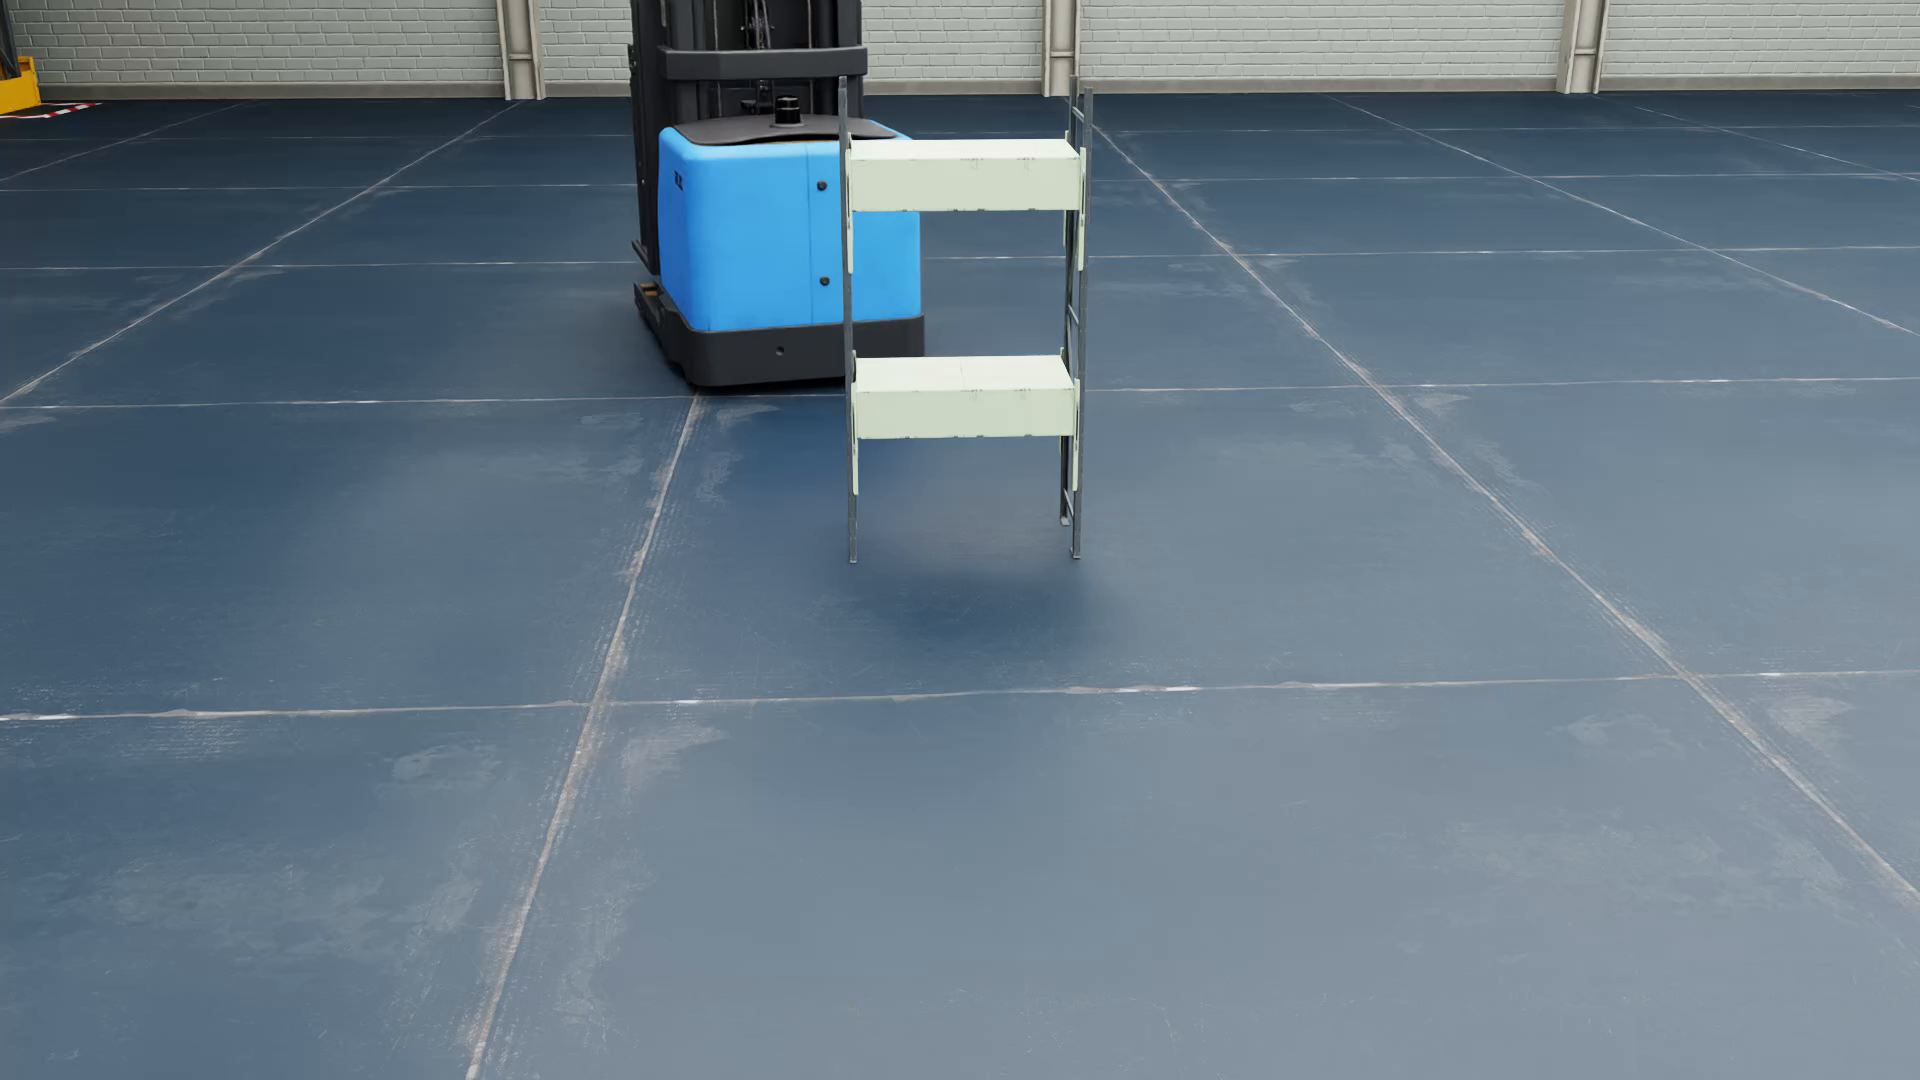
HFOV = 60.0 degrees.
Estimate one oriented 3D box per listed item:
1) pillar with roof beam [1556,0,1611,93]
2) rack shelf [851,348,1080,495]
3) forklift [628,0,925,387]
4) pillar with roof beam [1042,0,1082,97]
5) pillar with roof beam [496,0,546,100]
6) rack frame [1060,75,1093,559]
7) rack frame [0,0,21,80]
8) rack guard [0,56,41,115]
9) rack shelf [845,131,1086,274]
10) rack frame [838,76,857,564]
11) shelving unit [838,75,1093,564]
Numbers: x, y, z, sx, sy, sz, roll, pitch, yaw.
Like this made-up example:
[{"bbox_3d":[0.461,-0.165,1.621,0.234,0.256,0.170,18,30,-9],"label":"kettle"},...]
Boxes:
[{"bbox_3d":[7.375,-7.859,13.616,0.400,9.000,9.100,-1,21,-3],"label":"pillar with roof beam"},{"bbox_3d":[0.007,-0.396,5.470,0.720,0.370,0.431,-1,21,-3],"label":"rack shelf"},{"bbox_3d":[-1.080,-2.522,8.126,1.130,2.935,3.031,-6,22,-16],"label":"forklift"},{"bbox_3d":[1.384,-7.737,13.296,0.400,9.000,9.100,-1,21,-3],"label":"pillar with roof beam"},{"bbox_3d":[-4.606,-7.615,12.975,0.400,9.000,9.100,-1,21,-3],"label":"pillar with roof beam"},{"bbox_3d":[0.372,-0.708,5.374,0.023,1.500,0.400,-1,21,-3],"label":"rack frame"},{"bbox_3d":[-10.095,-5.913,16.936,0.127,3.000,1.000,-1,21,-3],"label":"rack frame"},{"bbox_3d":[-10.071,-4.745,17.382,0.348,0.500,1.175,-1,21,-3],"label":"rack guard"},{"bbox_3d":[0.007,-1.066,5.216,0.720,0.370,0.431,-1,21,-3],"label":"rack shelf"},{"bbox_3d":[-0.359,-0.694,5.335,0.023,1.500,0.400,-1,21,-3],"label":"rack frame"},{"bbox_3d":[0.007,-0.701,5.354,0.755,1.500,0.431,-1,21,-3],"label":"shelving unit"}]
